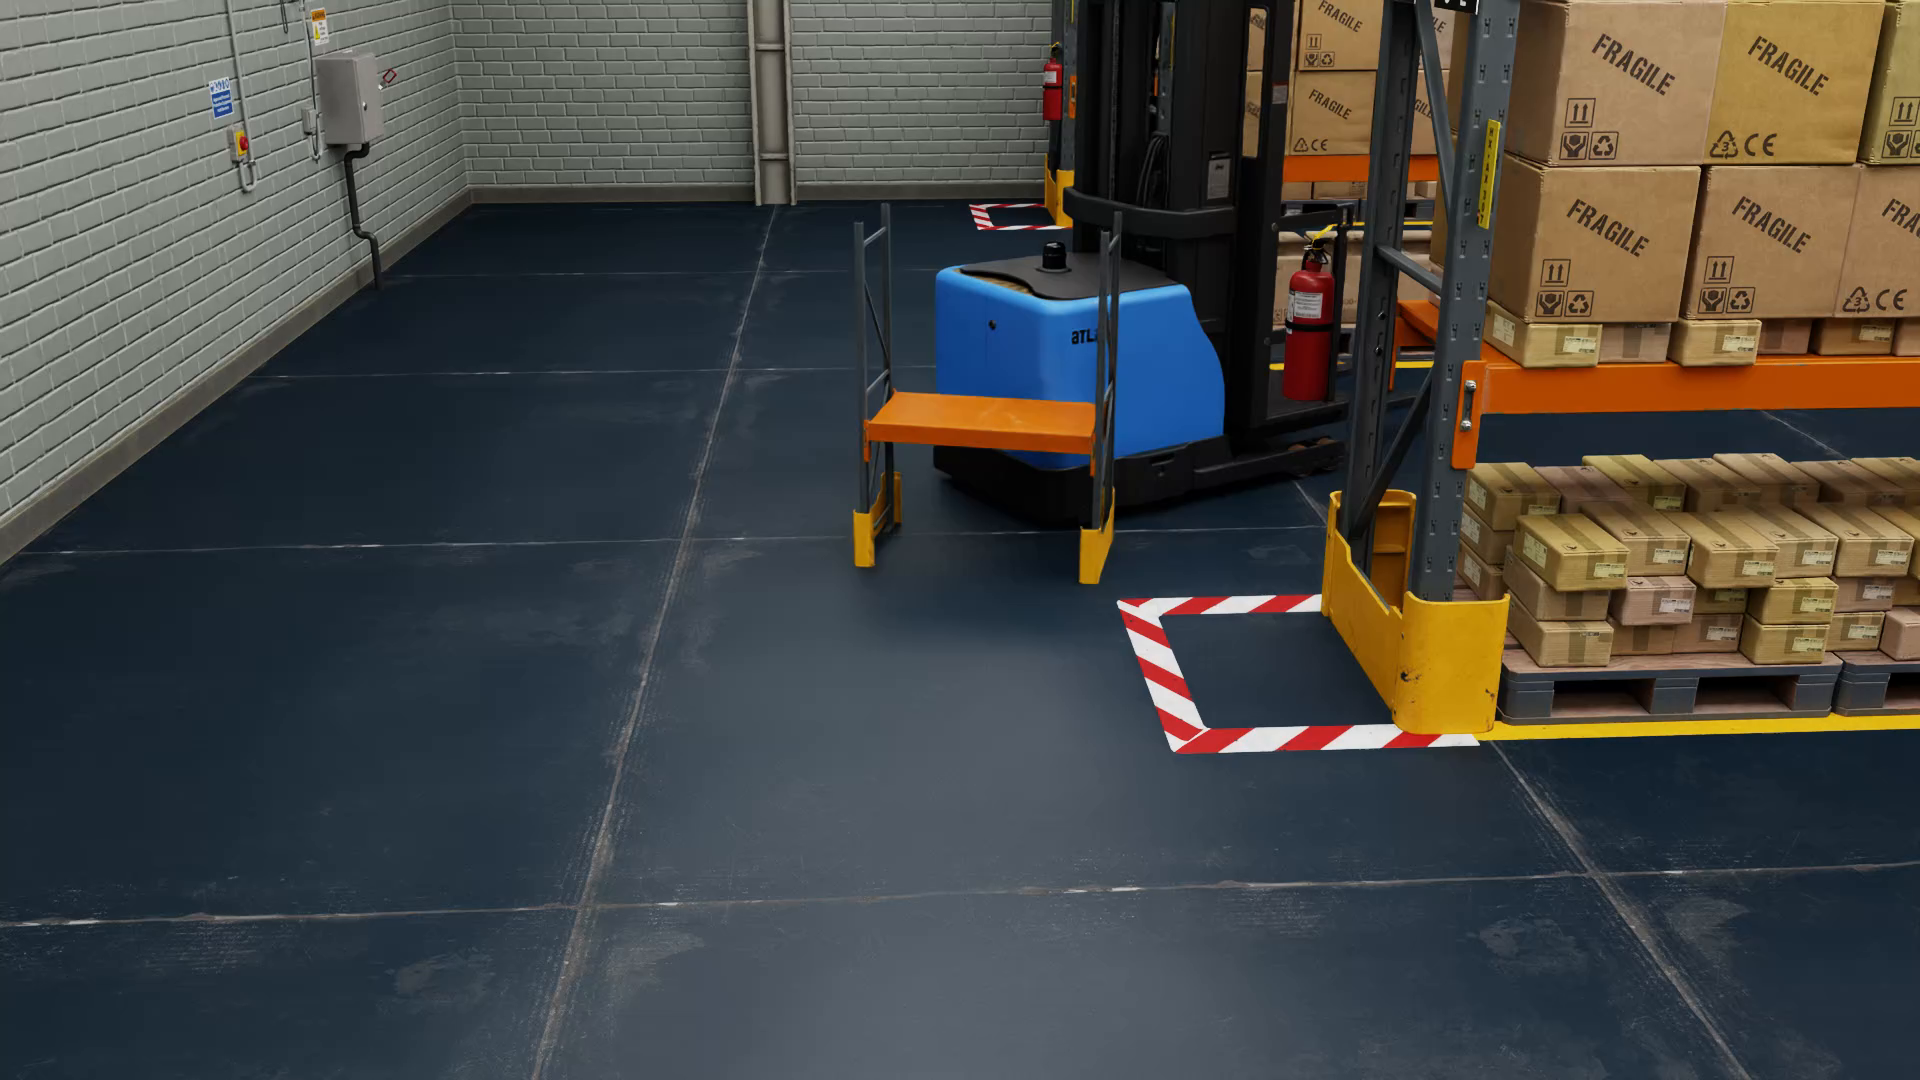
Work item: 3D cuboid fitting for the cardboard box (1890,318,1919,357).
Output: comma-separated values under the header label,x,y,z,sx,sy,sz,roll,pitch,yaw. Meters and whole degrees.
label,x,y,z,sx,sy,sz,roll,pitch,yaw
cardboard box,3.250,-0.752,5.733,0.250,0.149,0.380,-2,21,-4

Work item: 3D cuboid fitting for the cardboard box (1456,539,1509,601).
label,x,y,z,sx,sy,sz,roll,pitch,yaw
cardboard box,2.127,0.124,6.496,0.250,0.149,0.380,-1,21,-2

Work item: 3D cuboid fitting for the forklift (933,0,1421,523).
label,x,y,z,sx,sy,sz,roll,pitch,yaw
forklift,1.379,-1.831,8.310,3.031,2.935,1.130,-13,24,-31

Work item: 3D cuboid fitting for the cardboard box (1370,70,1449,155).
label,x,y,z,sx,sy,sz,roll,pitch,yaw
cardboard box,2.737,-2.662,10.257,0.500,0.500,0.500,-1,21,-3

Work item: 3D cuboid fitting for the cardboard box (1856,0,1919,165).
label,x,y,z,sx,sy,sz,roll,pitch,yaw
cardboard box,3.100,-1.510,5.408,0.500,0.500,0.500,-2,21,-4

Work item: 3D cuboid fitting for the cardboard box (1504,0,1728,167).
label,x,y,z,sx,sy,sz,roll,pitch,yaw
cardboard box,2.076,-1.495,5.368,0.500,0.500,0.500,-1,21,-3

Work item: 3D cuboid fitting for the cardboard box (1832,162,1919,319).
label,x,y,z,sx,sy,sz,roll,pitch,yaw
cardboard box,3.100,-1.049,5.603,0.500,0.500,0.500,-1,21,-2

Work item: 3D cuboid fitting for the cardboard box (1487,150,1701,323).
label,x,y,z,sx,sy,sz,roll,pitch,yaw
cardboard box,2.077,-1.024,5.536,0.500,0.500,0.500,0,21,0

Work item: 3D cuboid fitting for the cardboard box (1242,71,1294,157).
label,x,y,z,sx,sy,sz,roll,pitch,yaw
cardboard box,1.725,-2.638,10.194,0.500,0.500,0.500,-1,21,-3

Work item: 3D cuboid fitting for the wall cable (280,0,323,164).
label,x,y,z,sx,sy,sz,roll,pitch,yaw
wall cable,-4.491,-3.539,11.273,0.122,1.984,0.588,-1,21,-3

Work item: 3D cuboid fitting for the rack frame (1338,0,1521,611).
label,x,y,z,sx,sy,sz,roll,pitch,yaw
rack frame,1.613,-0.927,5.840,0.127,3.000,1.000,-1,21,-3

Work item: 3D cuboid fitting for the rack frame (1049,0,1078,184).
label,x,y,z,sx,sy,sz,roll,pitch,yaw
rack frame,0.942,-4.447,15.085,0.127,3.000,1.000,-1,21,-3

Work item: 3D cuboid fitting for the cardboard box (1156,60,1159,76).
label,x,y,z,sx,sy,sz,roll,pitch,yaw
cardboard box,1.798,-4.278,14.994,0.250,0.149,0.380,-1,21,-4

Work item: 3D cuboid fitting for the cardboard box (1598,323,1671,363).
label,x,y,z,sx,sy,sz,roll,pitch,yaw
cardboard box,2.207,-0.720,5.649,0.250,0.149,0.380,0,21,-1

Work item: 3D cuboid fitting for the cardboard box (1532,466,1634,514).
label,x,y,z,sx,sy,sz,roll,pitch,yaw
cardboard box,2.381,-0.155,6.392,0.250,0.149,0.380,-1,21,-2

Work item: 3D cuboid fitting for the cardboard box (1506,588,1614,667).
label,x,y,z,sx,sy,sz,roll,pitch,yaw
cardboard box,2.154,0.312,6.002,0.250,0.149,0.380,-1,21,-2

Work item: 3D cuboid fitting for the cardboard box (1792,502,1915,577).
label,x,y,z,sx,sy,sz,roll,pitch,yaw
cardboard box,3.203,-0.004,5.995,0.250,0.149,0.380,0,21,-1

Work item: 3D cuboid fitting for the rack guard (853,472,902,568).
label,x,y,z,sx,sy,sz,roll,pitch,yaw
rack guard,-0.369,-0.099,7.528,0.087,0.250,0.587,4,21,11

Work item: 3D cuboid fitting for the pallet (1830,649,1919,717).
label,x,y,z,sx,sy,sz,roll,pitch,yaw
pallet,3.717,0.347,6.413,1.213,0.211,1.003,-1,21,-3

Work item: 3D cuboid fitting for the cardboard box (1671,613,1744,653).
label,x,y,z,sx,sy,sz,roll,pitch,yaw
cardboard box,2.659,0.270,6.112,0.250,0.149,0.380,-1,21,-2

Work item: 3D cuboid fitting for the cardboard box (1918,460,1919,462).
label,x,y,z,sx,sy,sz,roll,pitch,yaw
cardboard box,3.938,-0.185,6.472,0.250,0.149,0.380,-2,21,-5

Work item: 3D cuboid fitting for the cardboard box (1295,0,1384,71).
label,x,y,z,sx,sy,sz,roll,pitch,yaw
cardboard box,2.240,-3.119,10.052,0.500,0.500,0.500,-2,21,-5

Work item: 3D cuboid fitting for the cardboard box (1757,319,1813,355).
label,x,y,z,sx,sy,sz,roll,pitch,yaw
cardboard box,2.730,-0.760,5.755,0.250,0.149,0.380,0,21,-1

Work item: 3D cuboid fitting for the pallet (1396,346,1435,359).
label,x,y,z,sx,sy,sz,roll,pitch,yaw
pallet,3.238,-1.448,11.128,1.213,0.211,1.003,-1,21,-3

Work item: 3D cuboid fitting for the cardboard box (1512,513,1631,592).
label,x,y,z,sx,sy,sz,roll,pitch,yaw
cardboard box,2.156,0.041,5.878,0.250,0.149,0.380,-2,21,-6

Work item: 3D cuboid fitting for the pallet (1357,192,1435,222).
label,x,y,z,sx,sy,sz,roll,pitch,yaw
pallet,4.250,-3.211,15.759,1.213,0.211,1.003,-1,21,-3

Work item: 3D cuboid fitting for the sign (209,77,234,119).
label,x,y,z,sx,sy,sz,roll,pitch,yaw
sign,-4.457,-2.669,10.035,0.001,0.218,0.327,-1,21,-3

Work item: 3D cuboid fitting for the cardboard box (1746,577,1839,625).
label,x,y,z,sx,sy,sz,roll,pitch,yaw
cardboard box,2.929,0.162,5.978,0.250,0.149,0.380,-1,21,-1

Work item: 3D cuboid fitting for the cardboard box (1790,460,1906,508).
label,x,y,z,sx,sy,sz,roll,pitch,yaw
cardboard box,3.429,-0.179,6.456,0.250,0.149,0.380,-2,21,-5

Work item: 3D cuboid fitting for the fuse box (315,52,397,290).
label,x,y,z,sx,sy,sz,roll,pitch,yaw
fuse box,-4.373,-2.708,12.328,0.414,1.711,0.539,-1,21,-3

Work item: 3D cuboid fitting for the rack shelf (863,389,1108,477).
label,x,y,z,sx,sy,sz,roll,pitch,yaw
rack shelf,0.127,-0.478,7.274,1.000,0.185,0.538,4,21,11

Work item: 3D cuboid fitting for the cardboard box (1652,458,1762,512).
label,x,y,z,sx,sy,sz,roll,pitch,yaw
cardboard box,2.895,-0.188,6.479,0.250,0.149,0.380,-2,21,-5

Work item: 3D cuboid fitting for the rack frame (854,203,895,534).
label,x,y,z,sx,sy,sz,roll,pitch,yaw
rack frame,-0.370,-0.683,7.306,0.032,1.500,0.500,4,21,11

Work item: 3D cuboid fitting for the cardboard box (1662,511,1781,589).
label,x,y,z,sx,sy,sz,roll,pitch,yaw
cardboard box,2.683,0.033,5.899,0.250,0.149,0.380,-1,21,-3

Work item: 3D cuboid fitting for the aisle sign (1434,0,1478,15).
label,x,y,z,sx,sy,sz,roll,pitch,yaw
aisle sign,1.557,-2.034,5.094,0.004,0.787,0.394,-1,21,-3

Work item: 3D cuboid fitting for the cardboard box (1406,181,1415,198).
label,x,y,z,sx,sy,sz,roll,pitch,yaw
cardboard box,4.040,-3.324,15.387,0.258,0.266,0.396,0,21,-1

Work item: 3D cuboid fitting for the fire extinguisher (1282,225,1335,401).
label,x,y,z,sx,sy,sz,roll,pitch,yaw
fire extinguisher,1.335,-0.876,6.338,0.183,0.674,0.296,-1,21,-3

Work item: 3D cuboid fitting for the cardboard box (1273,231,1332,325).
label,x,y,z,sx,sy,sz,roll,pitch,yaw
cardboard box,1.883,-1.731,10.963,0.875,0.438,0.875,-2,21,-5

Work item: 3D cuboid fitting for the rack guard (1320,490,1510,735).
label,x,y,z,sx,sy,sz,roll,pitch,yaw
rack guard,1.689,0.240,6.289,0.348,0.500,1.175,-1,21,-3

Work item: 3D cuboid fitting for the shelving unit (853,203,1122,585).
label,x,y,z,sx,sy,sz,roll,pitch,yaw
shelving unit,0.119,-0.647,7.212,1.083,1.500,0.587,4,21,11

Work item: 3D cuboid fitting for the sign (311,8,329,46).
label,x,y,z,sx,sy,sz,roll,pitch,yaw
sign,-4.576,-3.672,11.889,0.001,0.242,0.339,-1,21,-3

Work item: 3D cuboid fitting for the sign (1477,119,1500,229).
label,x,y,z,sx,sy,sz,roll,pitch,yaw
sign,1.644,-1.139,5.180,0.005,0.325,0.100,-1,21,-3

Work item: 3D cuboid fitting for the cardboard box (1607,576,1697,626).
label,x,y,z,sx,sy,sz,roll,pitch,yaw
cardboard box,2.427,0.165,5.970,0.250,0.149,0.380,-1,21,-3

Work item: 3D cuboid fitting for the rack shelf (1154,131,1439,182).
label,x,y,z,sx,sy,sz,roll,pitch,yaw
rack shelf,3.226,-2.388,10.688,4.000,0.370,1.077,-1,21,-3

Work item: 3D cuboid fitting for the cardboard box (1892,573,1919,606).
label,x,y,z,sx,sy,sz,roll,pitch,yaw
cardboard box,3.457,0.103,6.134,0.250,0.149,0.380,0,21,0

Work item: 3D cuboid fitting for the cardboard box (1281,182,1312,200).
label,x,y,z,sx,sy,sz,roll,pitch,yaw
cardboard box,2.948,-3.432,15.343,0.500,0.500,0.500,-1,21,-2

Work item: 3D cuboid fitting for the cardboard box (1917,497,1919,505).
label,x,y,z,sx,sy,sz,roll,pitch,yaw
cardboard box,3.714,-0.032,6.069,0.250,0.149,0.380,-1,21,-3

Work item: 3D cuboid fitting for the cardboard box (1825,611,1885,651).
label,x,y,z,sx,sy,sz,roll,pitch,yaw
cardboard box,3.169,0.265,6.126,0.250,0.149,0.380,-1,21,-3
